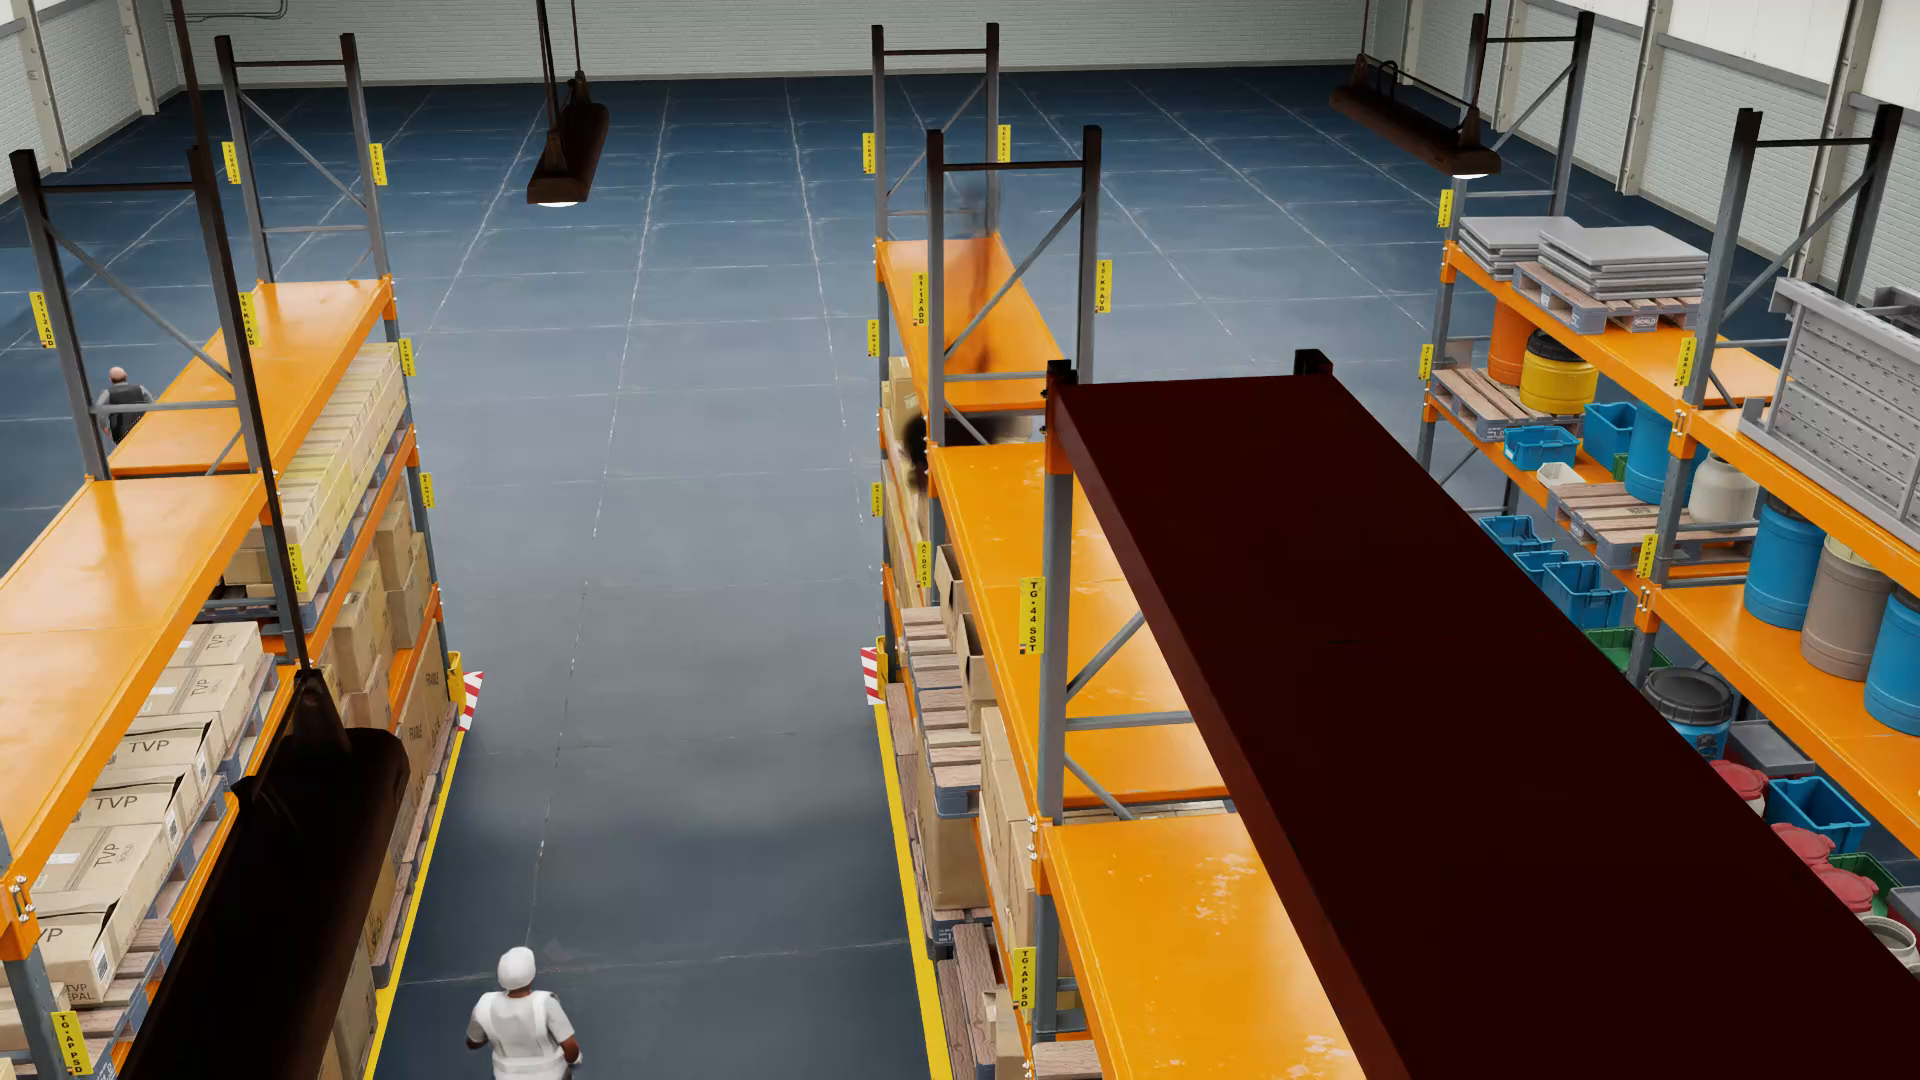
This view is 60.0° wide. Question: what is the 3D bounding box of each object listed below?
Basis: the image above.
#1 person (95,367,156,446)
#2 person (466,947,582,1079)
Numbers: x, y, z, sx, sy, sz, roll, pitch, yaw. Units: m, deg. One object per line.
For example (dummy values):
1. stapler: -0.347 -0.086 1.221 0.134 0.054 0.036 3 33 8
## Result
1. person: -9.347 -1.062 18.896 0.701 1.682 0.993 -19 31 -34
2. person: -2.525 3.153 9.795 0.680 1.794 0.990 -2 26 -4
